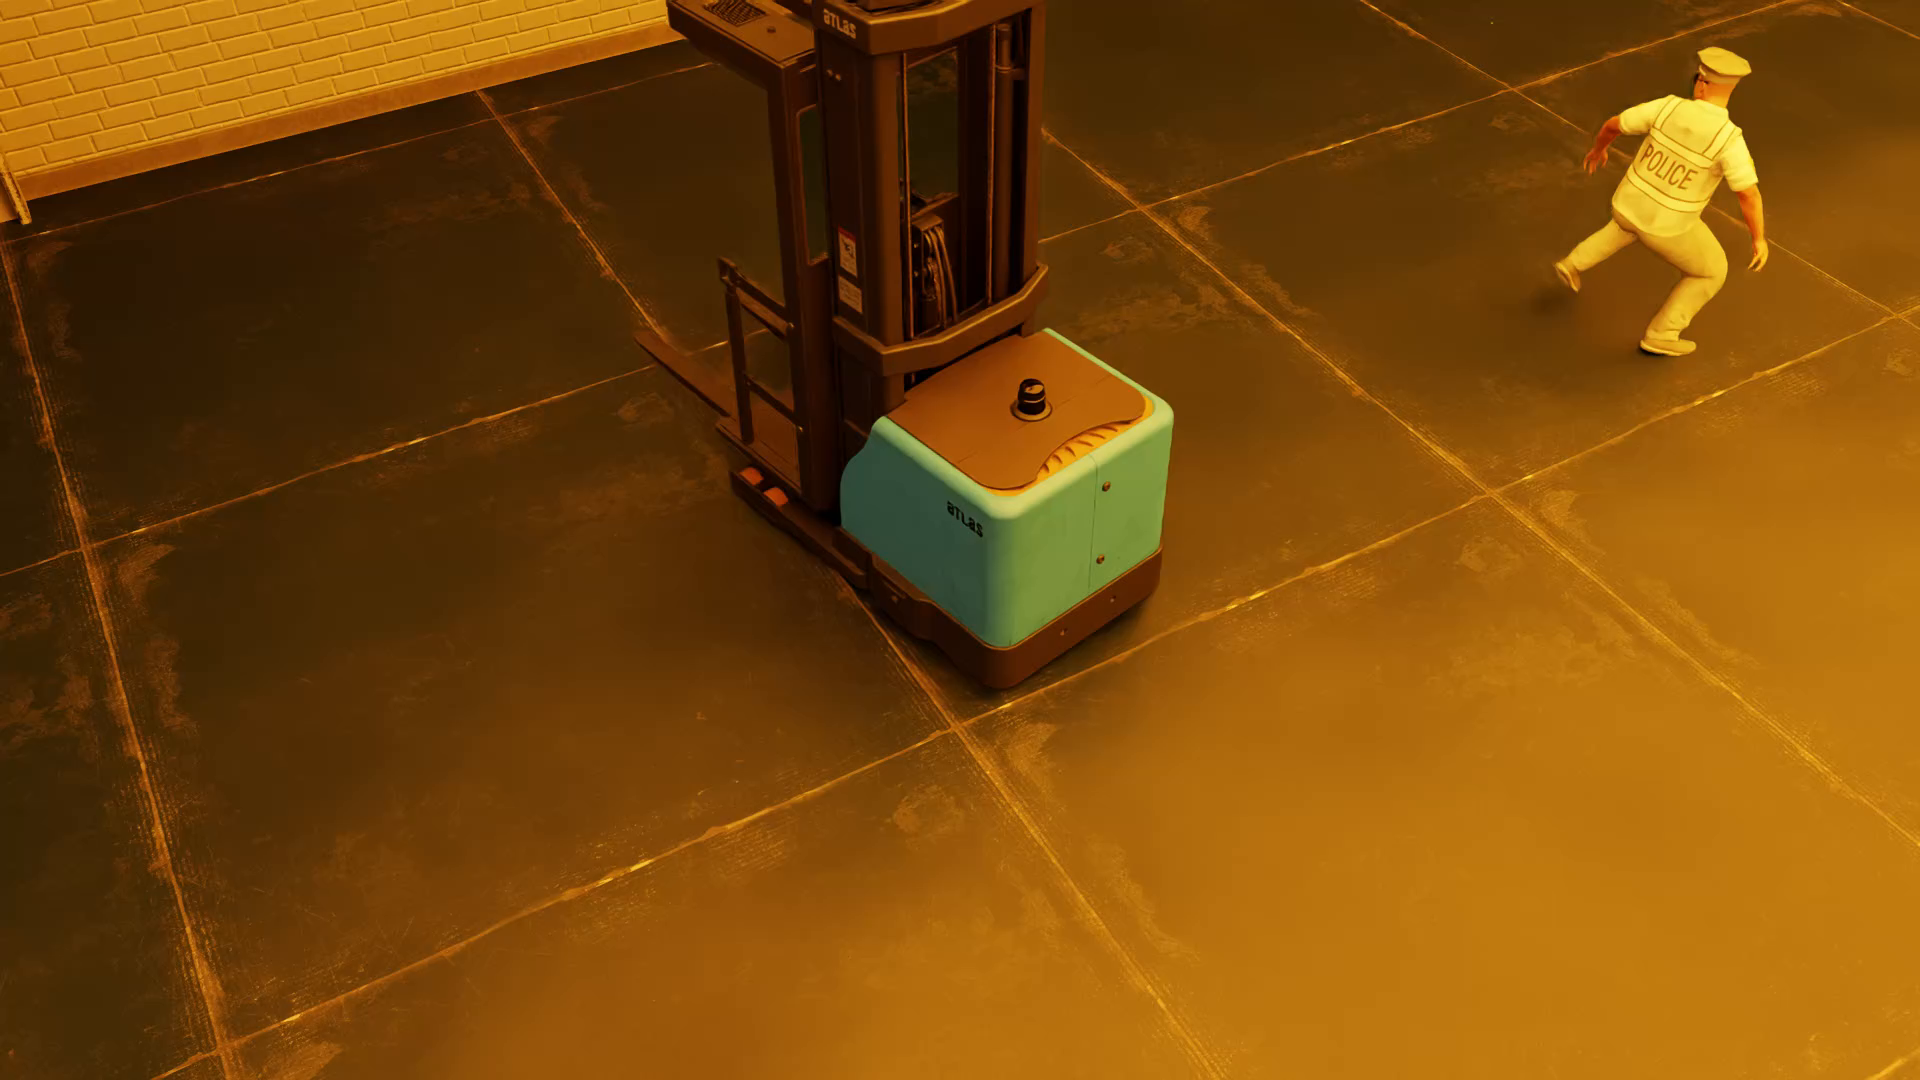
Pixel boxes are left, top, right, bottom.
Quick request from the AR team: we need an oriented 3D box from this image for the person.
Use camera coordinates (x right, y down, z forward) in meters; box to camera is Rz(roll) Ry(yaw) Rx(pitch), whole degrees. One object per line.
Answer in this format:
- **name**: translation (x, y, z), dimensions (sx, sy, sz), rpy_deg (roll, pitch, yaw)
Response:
- **person**: translation (3.667, -1.721, 8.551), dimensions (0.523, 1.631, 1.044), rpy_deg (-22, 47, -22)

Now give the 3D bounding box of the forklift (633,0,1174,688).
- **forklift**: translation (-0.452, -1.366, 7.171), dimensions (1.130, 2.935, 3.031), rpy_deg (-31, 51, -29)
